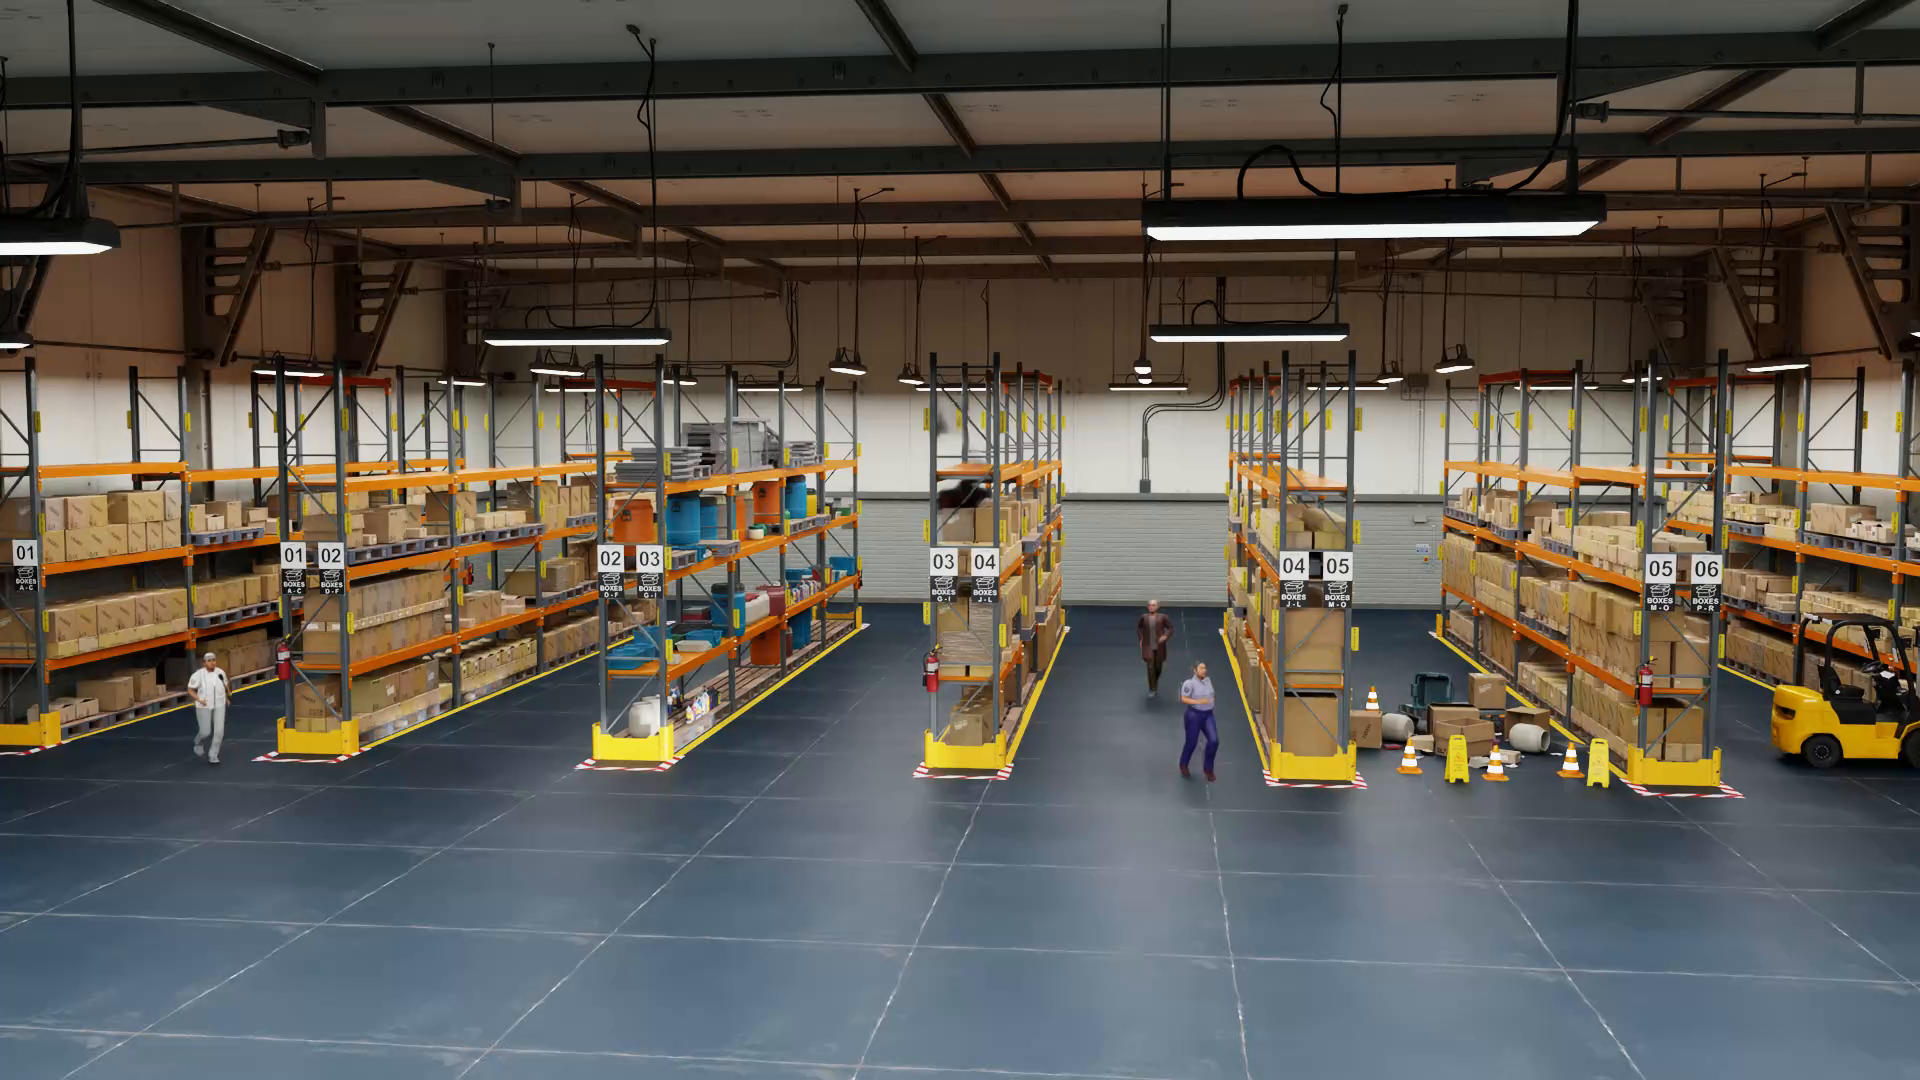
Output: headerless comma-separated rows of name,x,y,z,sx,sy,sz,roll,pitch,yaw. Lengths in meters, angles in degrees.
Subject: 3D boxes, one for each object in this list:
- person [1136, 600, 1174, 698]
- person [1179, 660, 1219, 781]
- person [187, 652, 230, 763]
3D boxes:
person,3.565,1.977,30.497,0.704,1.772,0.836,1,4,11
person,3.346,2.545,23.357,0.647,1.723,0.715,-2,5,-26
person,-11.056,2.459,24.519,0.595,1.622,0.561,-4,5,-43
